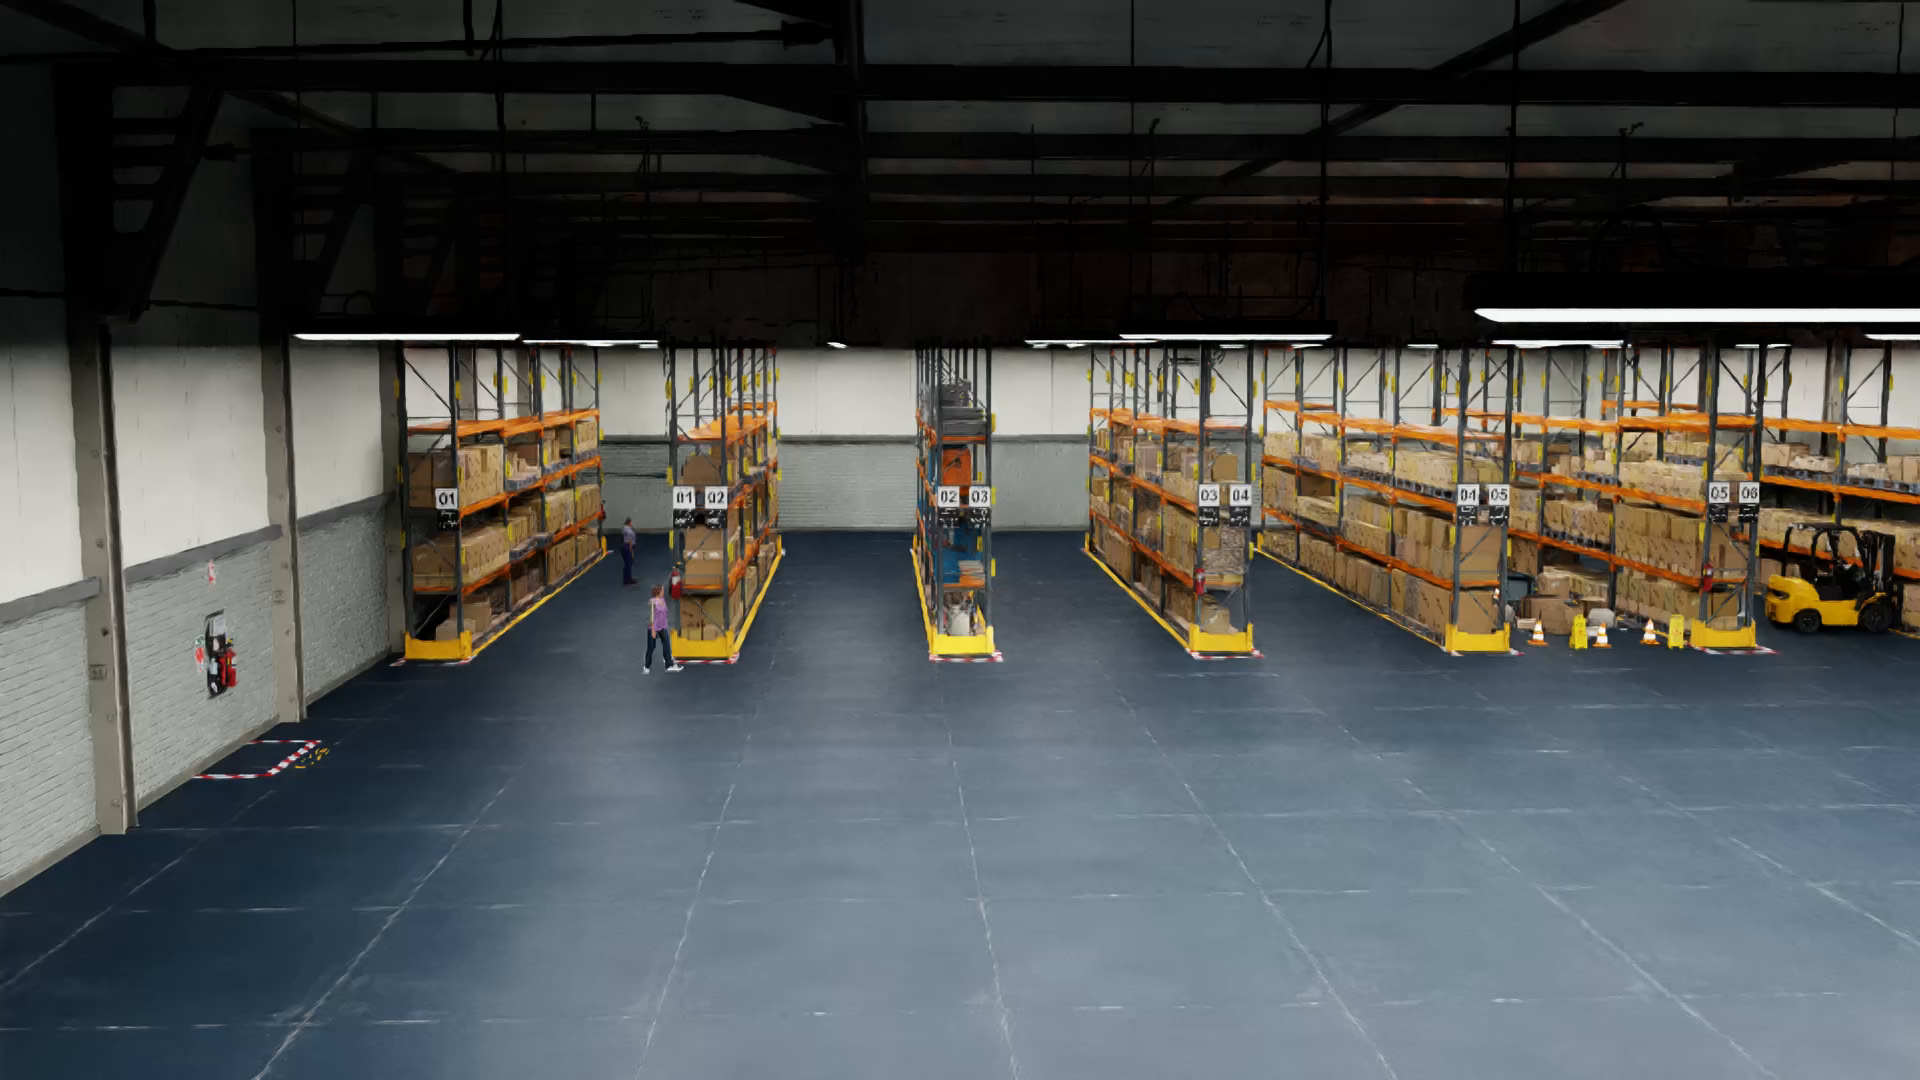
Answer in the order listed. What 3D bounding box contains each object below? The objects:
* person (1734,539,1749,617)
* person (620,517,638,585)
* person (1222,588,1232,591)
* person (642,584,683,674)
[{"bbox_3d":[16.862,0.925,35.954,0.474,1.425,0.487,2,7,21],"label":"person"},{"bbox_3d":[-8.101,0.258,40.817,0.448,1.652,0.573,-3,7,-27],"label":"person"},{"bbox_3d":[6.349,0.384,40.019,0.404,1.732,0.558,-4,7,-28],"label":"person"},{"bbox_3d":[-5.339,1.568,29.584,0.528,1.588,0.638,4,8,32],"label":"person"}]
